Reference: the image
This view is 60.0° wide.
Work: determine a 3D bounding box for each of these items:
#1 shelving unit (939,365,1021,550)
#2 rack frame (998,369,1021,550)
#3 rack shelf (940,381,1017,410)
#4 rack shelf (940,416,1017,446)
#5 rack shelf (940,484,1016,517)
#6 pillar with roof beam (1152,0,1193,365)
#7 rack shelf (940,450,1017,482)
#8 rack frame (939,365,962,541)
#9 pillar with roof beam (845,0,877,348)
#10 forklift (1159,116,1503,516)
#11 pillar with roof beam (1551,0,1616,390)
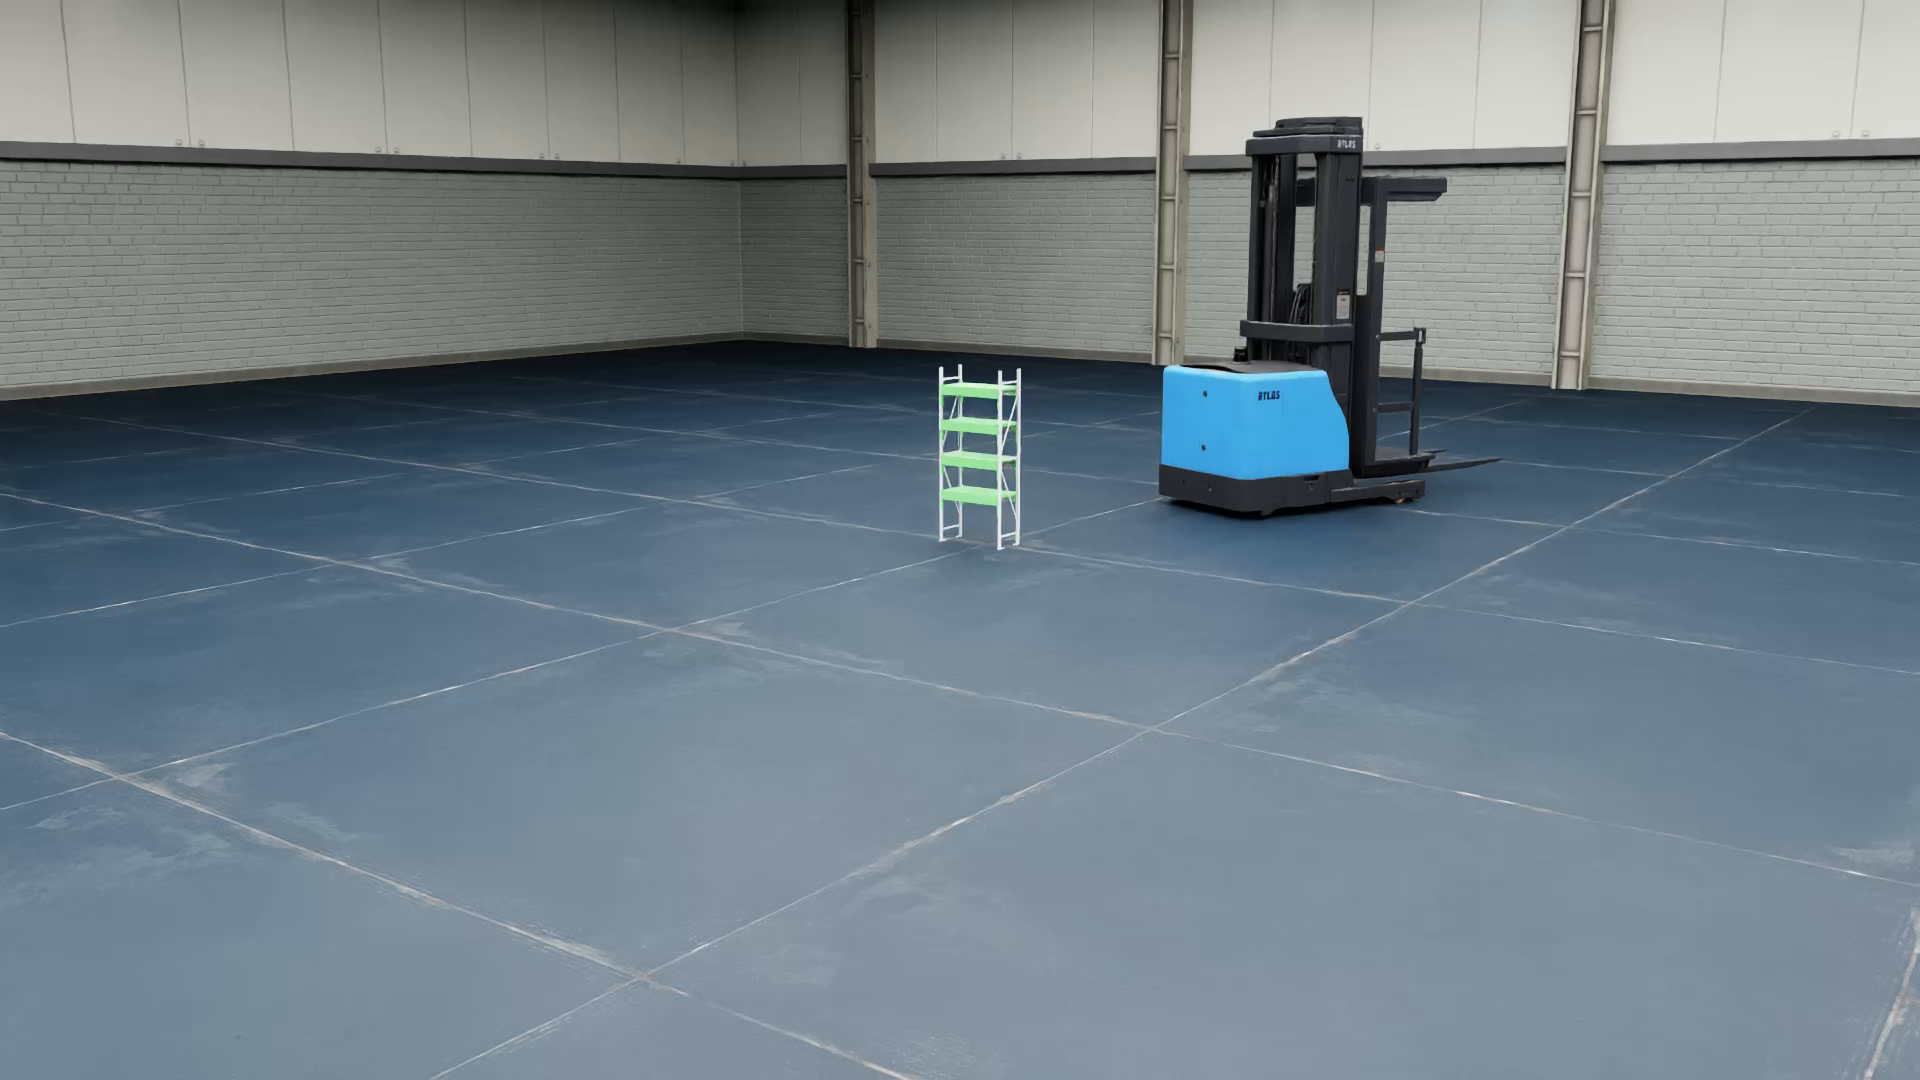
[{"bbox_3d":[0.133,-0.570,11.320,0.503,1.200,0.258,8,13,36],"label":"shelving unit"},{"bbox_3d":[0.330,-0.543,11.178,0.015,1.200,0.240,8,13,36],"label":"rack frame"},{"bbox_3d":[0.133,-0.979,11.240,0.480,0.148,0.258,8,13,36],"label":"rack shelf"},{"bbox_3d":[0.133,-0.743,11.286,0.480,0.148,0.258,8,13,36],"label":"rack shelf"},{"bbox_3d":[0.133,-0.272,11.377,0.480,0.148,0.258,8,13,36],"label":"rack shelf"},{"bbox_3d":[0.614,-6.423,21.037,0.400,9.000,9.100,8,13,36],"label":"pillar with roof beam"},{"bbox_3d":[0.133,-0.508,11.332,0.480,0.148,0.258,8,13,36],"label":"rack shelf"},{"bbox_3d":[-0.063,-0.598,11.461,0.015,1.200,0.240,8,13,36],"label":"rack frame"},{"bbox_3d":[-4.222,-7.097,24.524,0.400,9.000,9.100,8,13,36],"label":"pillar with roof beam"},{"bbox_3d":[3.078,-1.805,13.141,3.031,2.935,1.130,-7,13,-31],"label":"forklift"},{"bbox_3d":[5.450,-5.748,17.550,0.400,9.000,9.100,8,13,36],"label":"pillar with roof beam"}]
